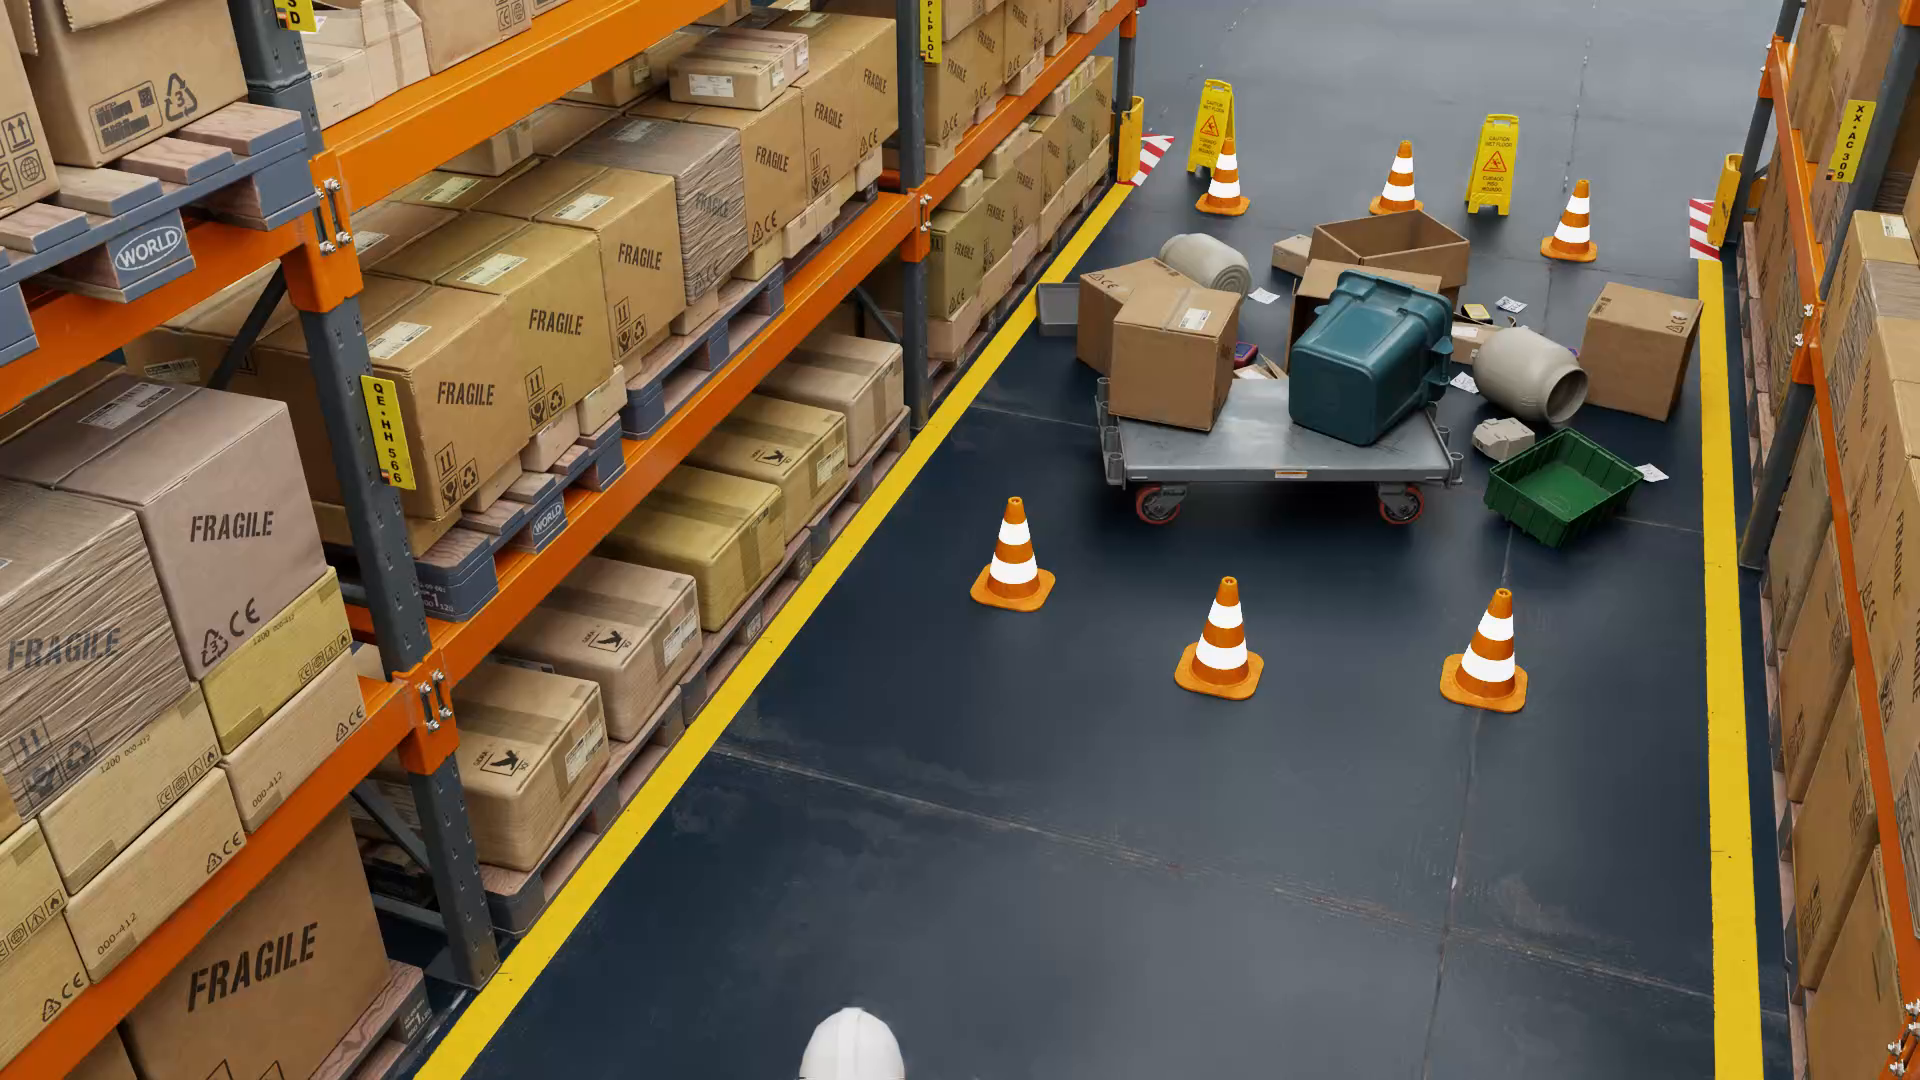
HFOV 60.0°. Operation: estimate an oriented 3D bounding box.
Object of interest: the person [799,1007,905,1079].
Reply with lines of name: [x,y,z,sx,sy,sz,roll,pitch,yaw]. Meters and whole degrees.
person: [-0.165,1.671,3.544,0.566,1.746,1.020,5,33,7]
